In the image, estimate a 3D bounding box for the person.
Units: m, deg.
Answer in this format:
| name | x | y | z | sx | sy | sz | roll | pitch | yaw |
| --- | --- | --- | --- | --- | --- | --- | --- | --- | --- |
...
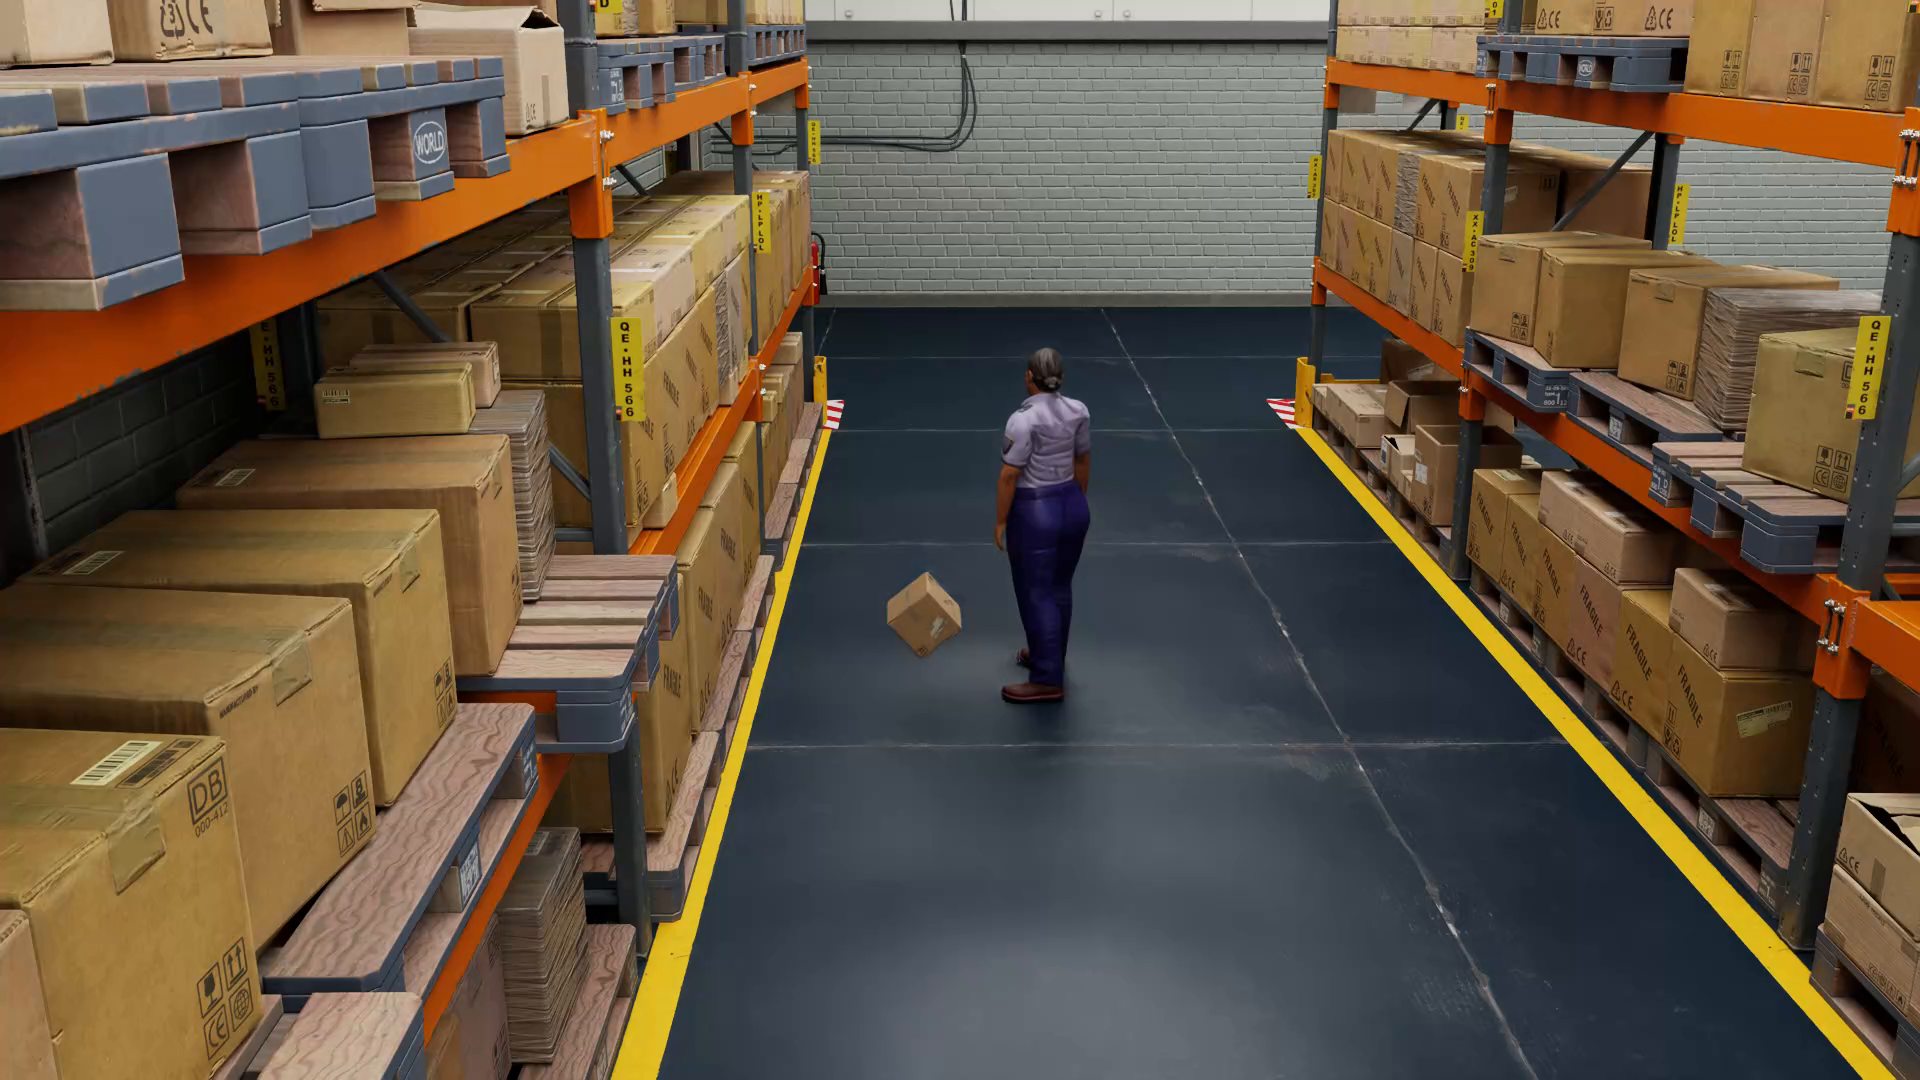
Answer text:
| name | x | y | z | sx | sy | sz | roll | pitch | yaw |
| --- | --- | --- | --- | --- | --- | --- | --- | --- | --- |
| person | 0.387 | -0.101 | 7.872 | 0.602 | 1.644 | 0.558 | -14 | 22 | -38 |
